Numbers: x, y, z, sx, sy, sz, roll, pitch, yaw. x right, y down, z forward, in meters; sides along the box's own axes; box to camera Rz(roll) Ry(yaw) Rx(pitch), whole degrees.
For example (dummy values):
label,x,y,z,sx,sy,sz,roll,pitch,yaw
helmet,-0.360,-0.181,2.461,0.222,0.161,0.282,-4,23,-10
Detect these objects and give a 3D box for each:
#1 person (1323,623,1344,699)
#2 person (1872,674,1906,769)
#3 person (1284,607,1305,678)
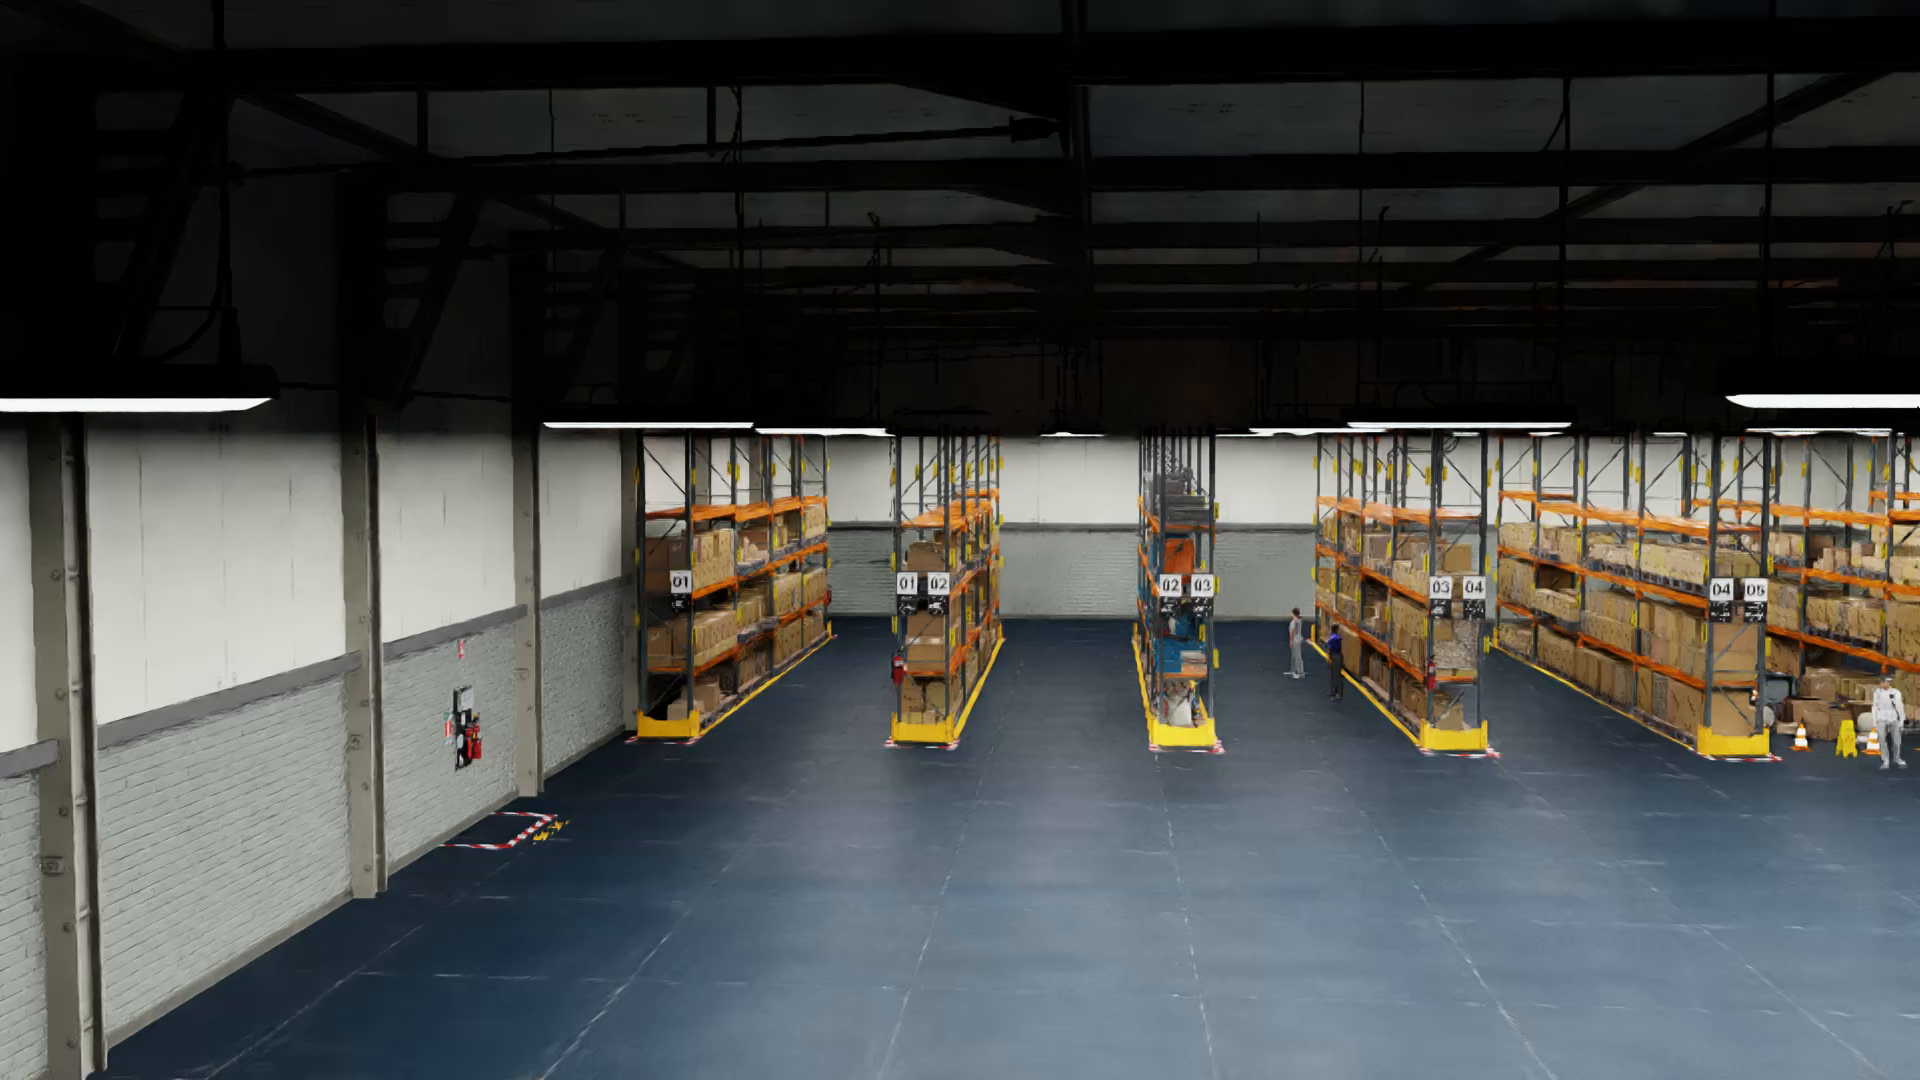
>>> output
label,x,y,z,sx,sy,sz,roll,pitch,yaw
person,8.266,2.646,36.754,0.543,1.652,0.574,2,4,32
person,16.153,3.136,28.907,0.527,1.661,0.538,3,5,41
person,8.036,2.442,39.938,0.580,1.666,0.575,2,4,28
